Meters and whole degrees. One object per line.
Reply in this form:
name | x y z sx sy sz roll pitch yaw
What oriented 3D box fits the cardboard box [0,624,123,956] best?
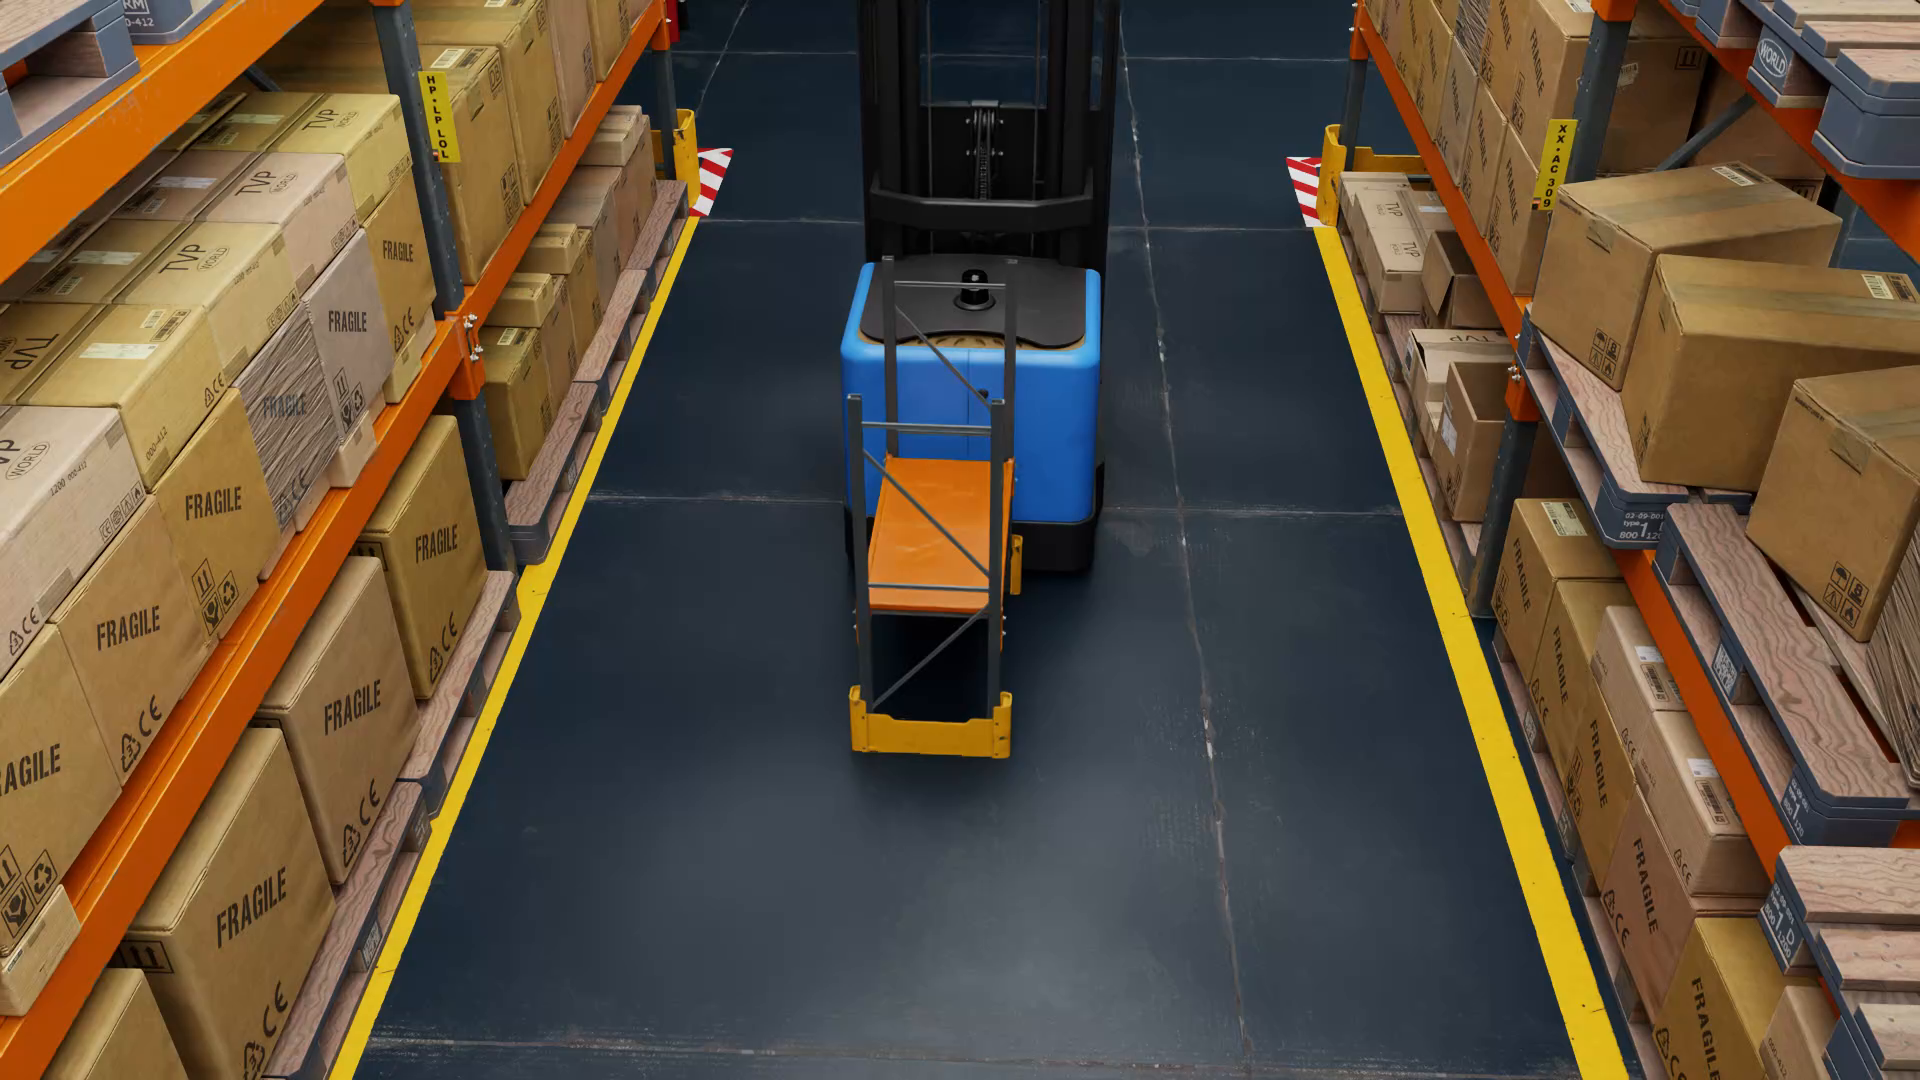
cardboard box | -2.215 0.515 3.545 0.500 0.500 0.500 2 35 3

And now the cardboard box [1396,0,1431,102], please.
cardboard box | 2.430 -2.432 8.014 0.500 0.500 0.500 1 35 2

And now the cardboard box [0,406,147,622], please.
cardboard box | -2.208 -0.069 3.724 0.500 0.250 0.500 2 35 2

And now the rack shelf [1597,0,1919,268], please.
rack shelf | 2.509 -0.710 3.668 1.077 0.370 4.000 1 35 2

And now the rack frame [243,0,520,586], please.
rack frame | -2.360 -1.038 6.119 1.000 3.000 0.127 1 35 2

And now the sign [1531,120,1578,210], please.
sign | 2.047 -1.288 5.722 0.100 0.325 0.005 1 35 2

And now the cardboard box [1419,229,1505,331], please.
cardboard box | 2.660 -1.164 8.086 0.797 0.503 0.637 1 35 2

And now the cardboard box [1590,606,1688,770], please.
cardboard box | 2.286 0.457 5.131 0.500 0.250 0.500 1 35 2

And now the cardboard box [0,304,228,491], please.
cardboard box | -2.194 -0.362 4.142 0.500 0.250 0.500 1 35 1

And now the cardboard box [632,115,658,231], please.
cardboard box | -2.128 -2.081 9.411 0.700 0.500 0.500 1 35 2

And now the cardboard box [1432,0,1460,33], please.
cardboard box | 2.411 -2.546 7.307 0.500 0.500 0.500 1 35 1

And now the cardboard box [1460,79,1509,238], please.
cardboard box | 2.373 -1.556 6.769 0.500 0.500 0.500 2 35 3

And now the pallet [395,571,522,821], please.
pallet | -2.316 0.547 6.287 1.003 0.211 1.213 1 35 2

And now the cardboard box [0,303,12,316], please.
cardboard box | -2.694 -0.369 4.151 0.500 0.250 0.500 1 35 1

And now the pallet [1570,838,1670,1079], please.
pallet | 2.548 1.386 5.095 1.003 0.211 1.213 1 35 2

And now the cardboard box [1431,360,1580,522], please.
cardboard box | 2.329 -0.417 7.026 0.500 0.500 0.500 1 35 2

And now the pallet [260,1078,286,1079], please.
pallet | -2.414 1.949 4.293 1.003 0.211 1.213 1 35 2

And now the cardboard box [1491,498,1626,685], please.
cardboard box | 2.327 0.189 6.164 0.500 0.500 0.500 0 35 0

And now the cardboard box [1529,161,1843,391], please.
cardboard box | 2.347 -0.872 5.430 0.700 0.500 0.500 -10 36 -14

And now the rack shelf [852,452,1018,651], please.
rack shelf | -0.073 0.022 6.228 0.538 0.185 1.000 2 35 3

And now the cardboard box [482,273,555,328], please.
cardboard box | -2.032 -1.073 7.412 0.380 0.149 0.250 2 35 3

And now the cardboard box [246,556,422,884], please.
cardboard box | -2.289 0.556 5.354 0.750 0.750 0.750 2 35 3

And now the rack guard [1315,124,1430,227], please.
rack guard | 2.747 -2.158 9.886 1.175 0.500 0.348 1 35 2

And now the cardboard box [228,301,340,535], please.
cardboard box | -2.166 -0.356 4.785 0.500 0.500 0.500 1 35 2

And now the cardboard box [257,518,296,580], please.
cardboard box | -2.186 -0.014 4.863 0.380 0.149 0.250 0 35 1

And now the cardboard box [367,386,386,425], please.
cardboard box | -2.133 -0.450 5.482 0.380 0.149 0.250 2 35 3

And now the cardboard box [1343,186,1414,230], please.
cardboard box | 2.380 -1.869 9.382 0.380 0.166 0.250 1 35 2

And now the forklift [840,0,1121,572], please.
forklift | 0.136 -1.894 7.395 1.130 2.935 3.031 2 35 3

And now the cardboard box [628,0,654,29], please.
cardboard box | -2.210 -3.166 8.885 0.980 0.700 0.700 3 35 4

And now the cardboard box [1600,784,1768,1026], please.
cardboard box | 2.268 1.073 4.906 0.500 0.500 0.500 0 35 0

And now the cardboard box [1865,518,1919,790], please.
cardboard box | 2.569 0.274 3.800 0.700 0.500 0.500 8 36 11

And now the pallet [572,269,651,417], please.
pallet | -2.205 -1.035 8.540 1.003 0.211 1.213 1 35 2

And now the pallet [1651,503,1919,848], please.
pallet | 2.502 0.333 4.334 1.003 0.211 1.213 1 35 2

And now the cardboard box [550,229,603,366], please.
cardboard box | -2.182 -1.198 8.155 0.700 0.500 0.500 2 35 3

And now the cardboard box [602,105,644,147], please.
cardboard box | -1.951 -2.269 9.114 0.380 0.149 0.250 1 35 1

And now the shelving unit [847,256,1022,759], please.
shelving unit | -0.073 -0.131 6.132 0.587 1.500 1.083 2 35 3

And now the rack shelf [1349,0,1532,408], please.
rack shelf | 2.670 -1.781 7.801 1.077 0.370 4.000 1 35 2

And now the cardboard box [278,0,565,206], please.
cardboard box | -2.287 -1.892 7.072 0.980 0.700 0.700 0 35 1

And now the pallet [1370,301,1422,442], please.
pallet | 2.664 -0.882 8.322 1.003 0.211 1.213 1 35 2

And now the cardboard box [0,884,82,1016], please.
cardboard box | -2.162 0.875 3.597 0.380 0.149 0.250 2 35 3

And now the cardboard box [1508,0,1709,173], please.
cardboard box | 2.351 -1.673 6.065 0.500 0.500 0.500 2 35 2
